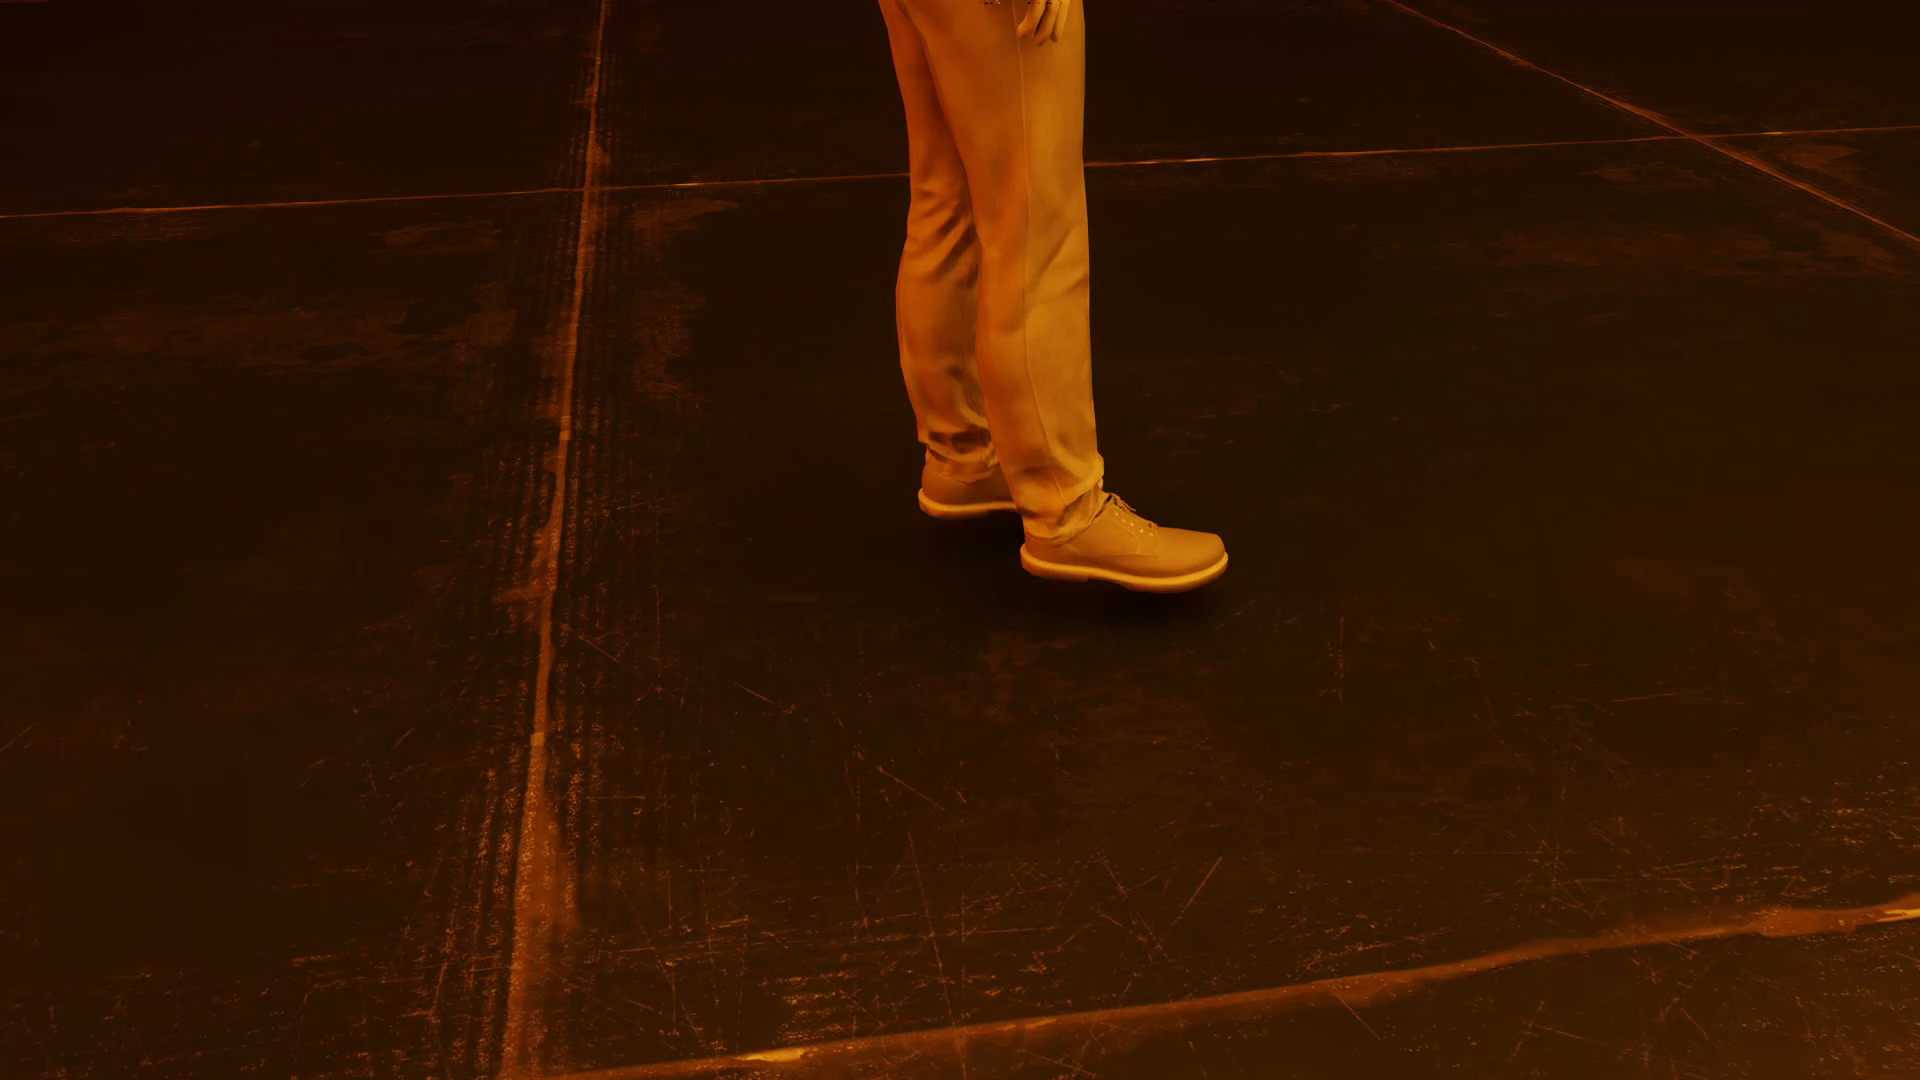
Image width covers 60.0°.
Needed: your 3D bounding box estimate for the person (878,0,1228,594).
[{"bbox_3d":[0.067,-0.793,2.085,0.534,1.696,0.587,-5,28,-9],"label":"person"}]
